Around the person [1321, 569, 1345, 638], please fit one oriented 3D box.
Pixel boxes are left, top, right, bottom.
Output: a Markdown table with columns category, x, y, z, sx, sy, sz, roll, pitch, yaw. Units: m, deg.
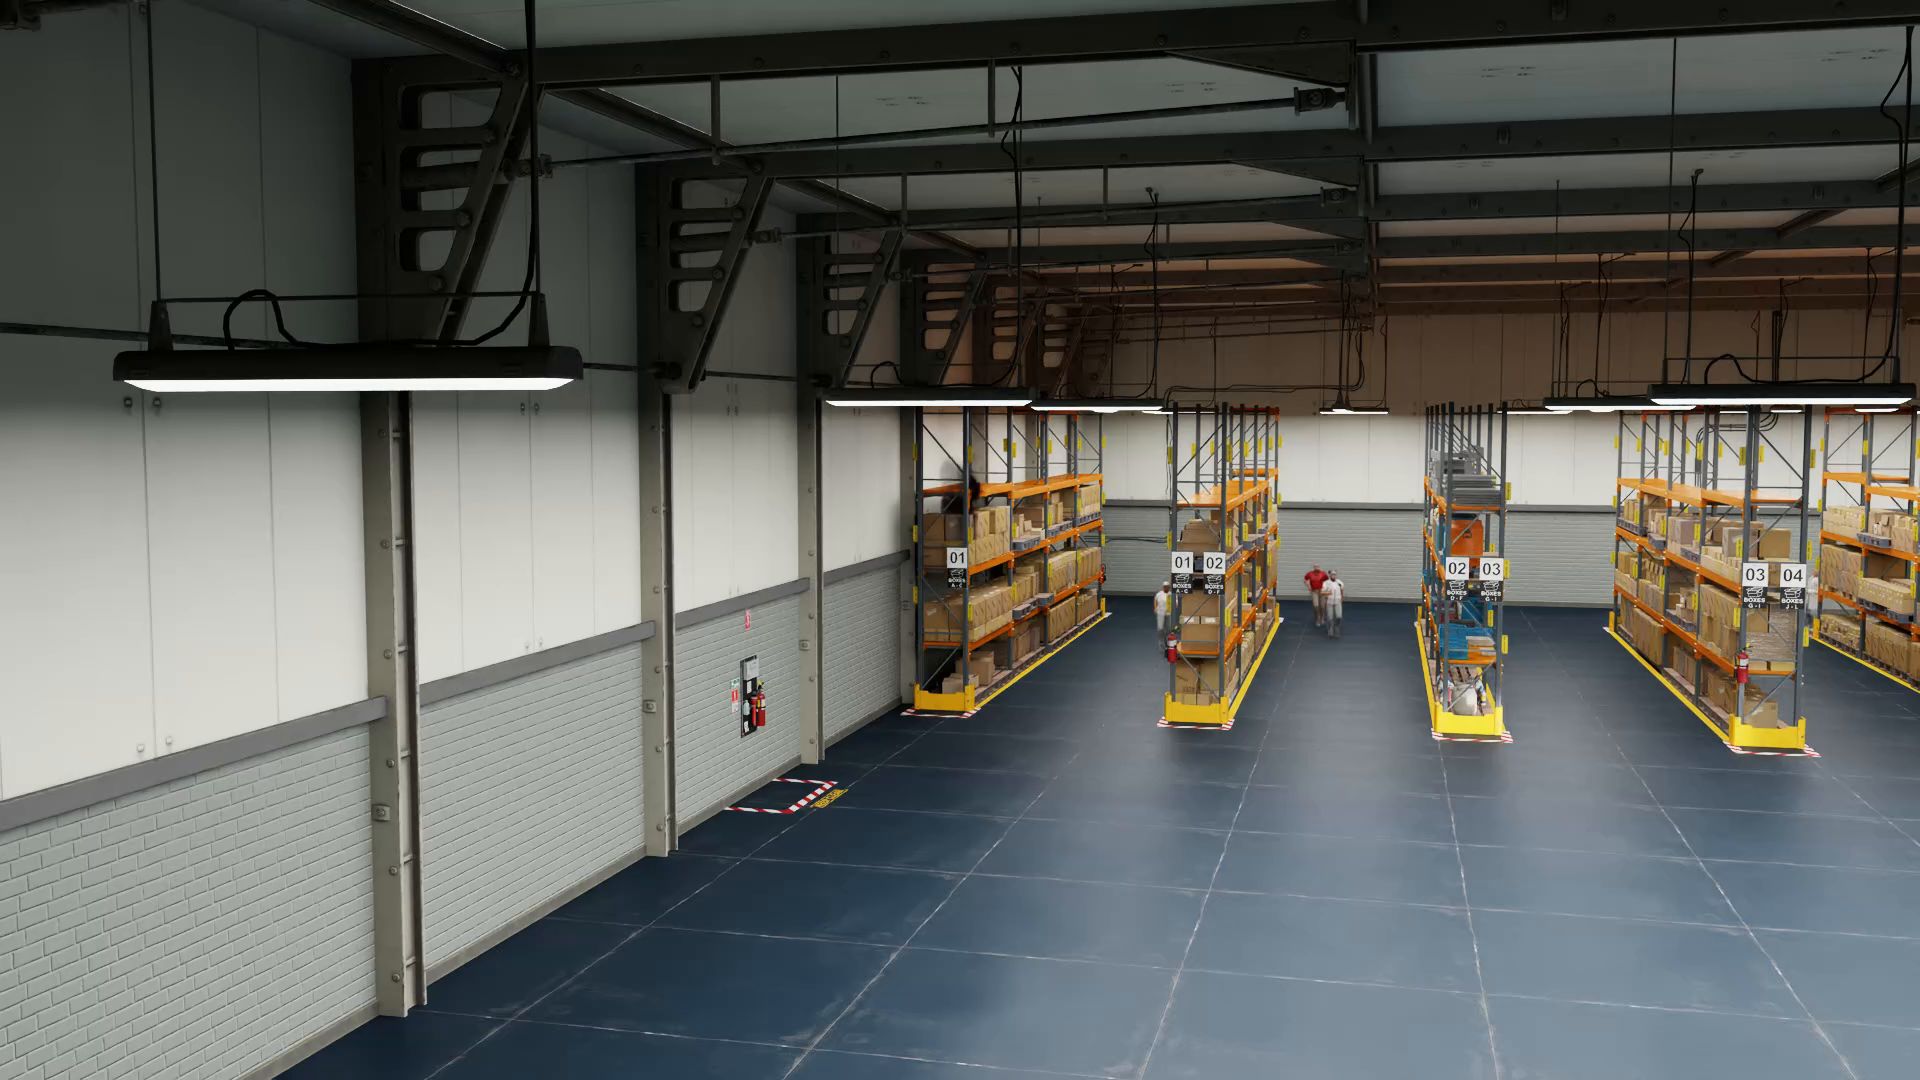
| category | x | y | z | sx | sy | sz | roll | pitch | yaw |
| --- | --- | --- | --- | --- | --- | --- | --- | --- | --- |
| person | 9.703 | 1.663 | 43.178 | 0.644 | 1.820 | 0.701 | 0 | 4 | 3 |

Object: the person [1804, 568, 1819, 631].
| category | x | y | z | sx | sy | sz | roll | pitch | yaw |
| --- | --- | --- | --- | --- | --- | --- | --- | --- | --- |
| person | 22.617 | 1.616 | 43.992 | 0.745 | 1.820 | 0.668 | -1 | 4 | -7 |

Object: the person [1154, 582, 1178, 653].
| category | x | y | z | sx | sy | sz | roll | pitch | yaw |
| --- | --- | --- | --- | --- | --- | --- | --- | --- | --- |
| person | 5.050 | 1.870 | 40.837 | 0.590 | 1.709 | 0.844 | 1 | 4 | 10 |

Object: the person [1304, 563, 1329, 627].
| category | x | y | z | sx | sy | sz | roll | pitch | yaw |
| --- | --- | --- | --- | --- | --- | --- | --- | --- | --- |
| person | 9.814 | 1.516 | 45.700 | 0.658 | 1.801 | 0.764 | 0 | 4 | 3 |
